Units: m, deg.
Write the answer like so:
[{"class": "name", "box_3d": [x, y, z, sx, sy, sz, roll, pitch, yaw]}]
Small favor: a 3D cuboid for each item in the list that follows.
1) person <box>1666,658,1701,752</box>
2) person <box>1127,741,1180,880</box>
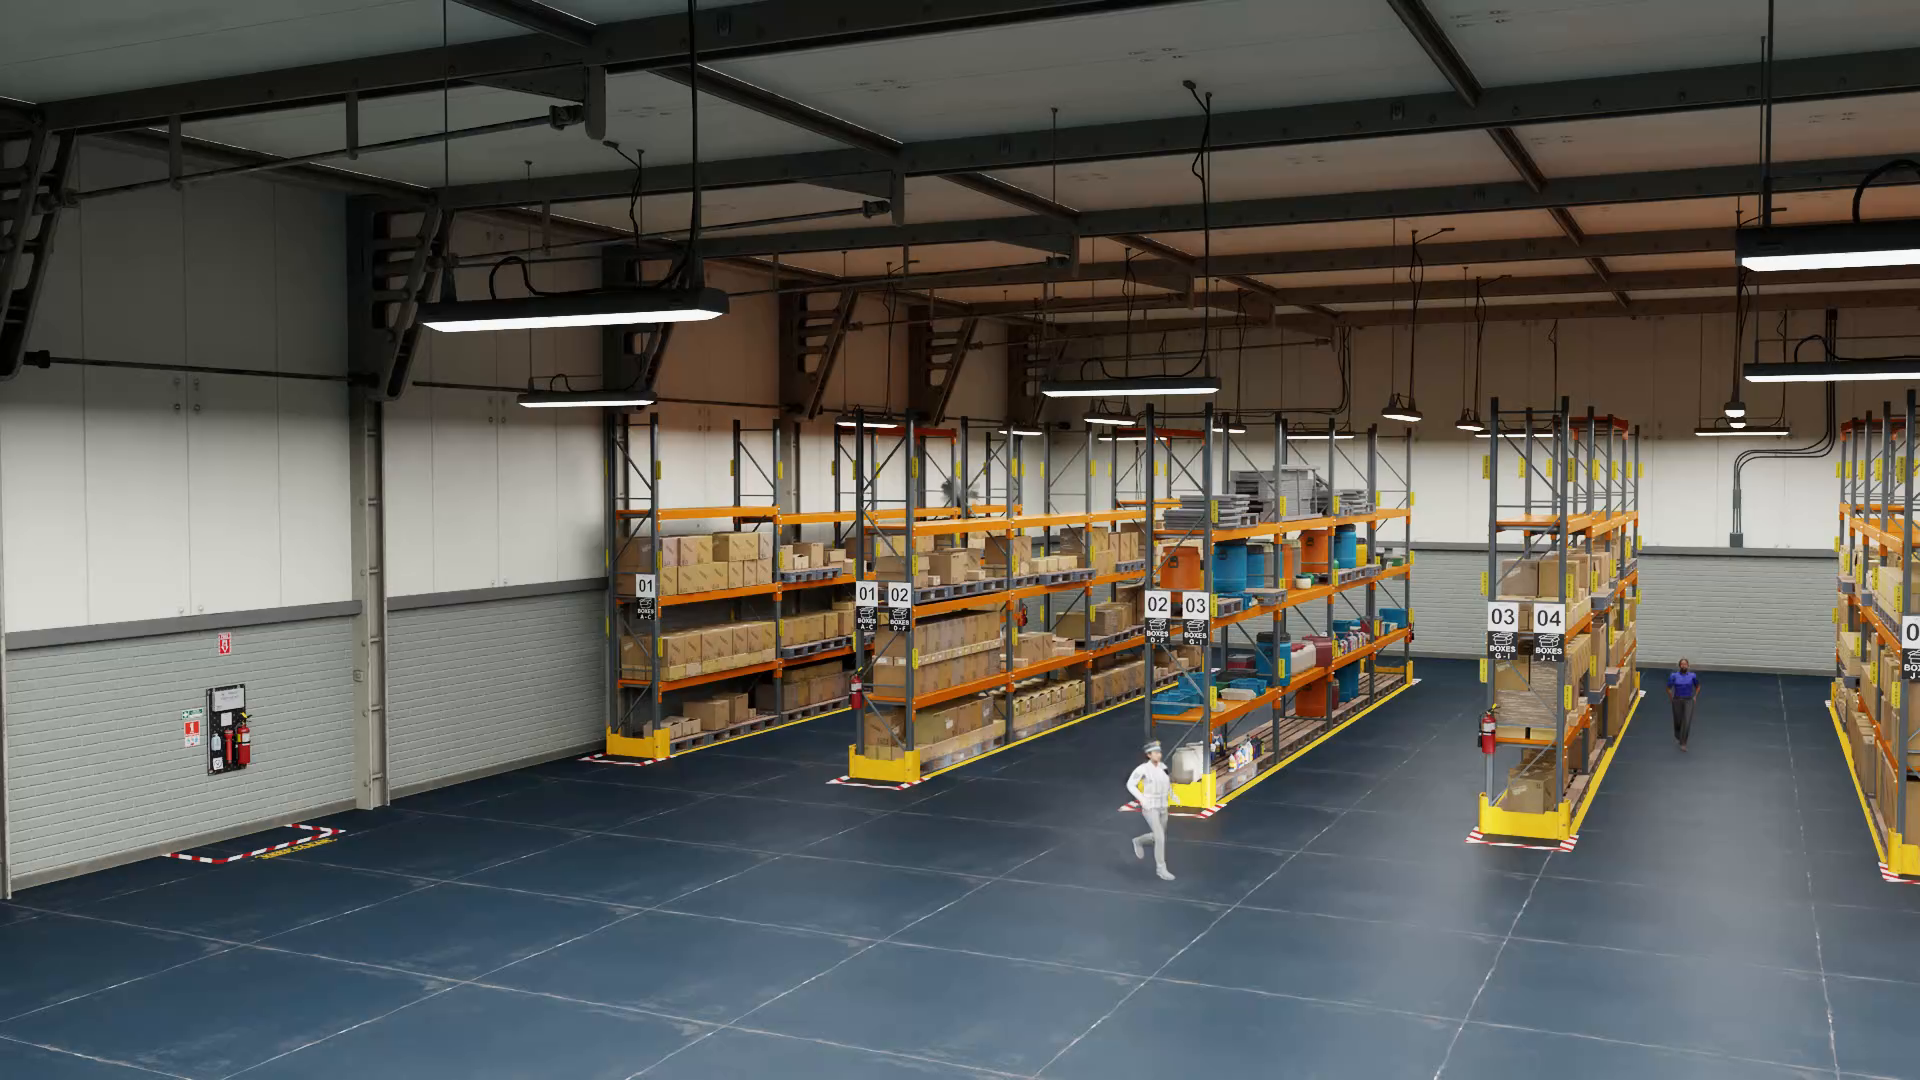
[{"class": "person", "box_3d": [12.994, 2.942, 29.876, 0.584, 1.638, 0.770, 1, 3, 21]}, {"class": "person", "box_3d": [2.374, 3.313, 20.566, 0.618, 1.687, 0.759, -2, 3, -37]}]
